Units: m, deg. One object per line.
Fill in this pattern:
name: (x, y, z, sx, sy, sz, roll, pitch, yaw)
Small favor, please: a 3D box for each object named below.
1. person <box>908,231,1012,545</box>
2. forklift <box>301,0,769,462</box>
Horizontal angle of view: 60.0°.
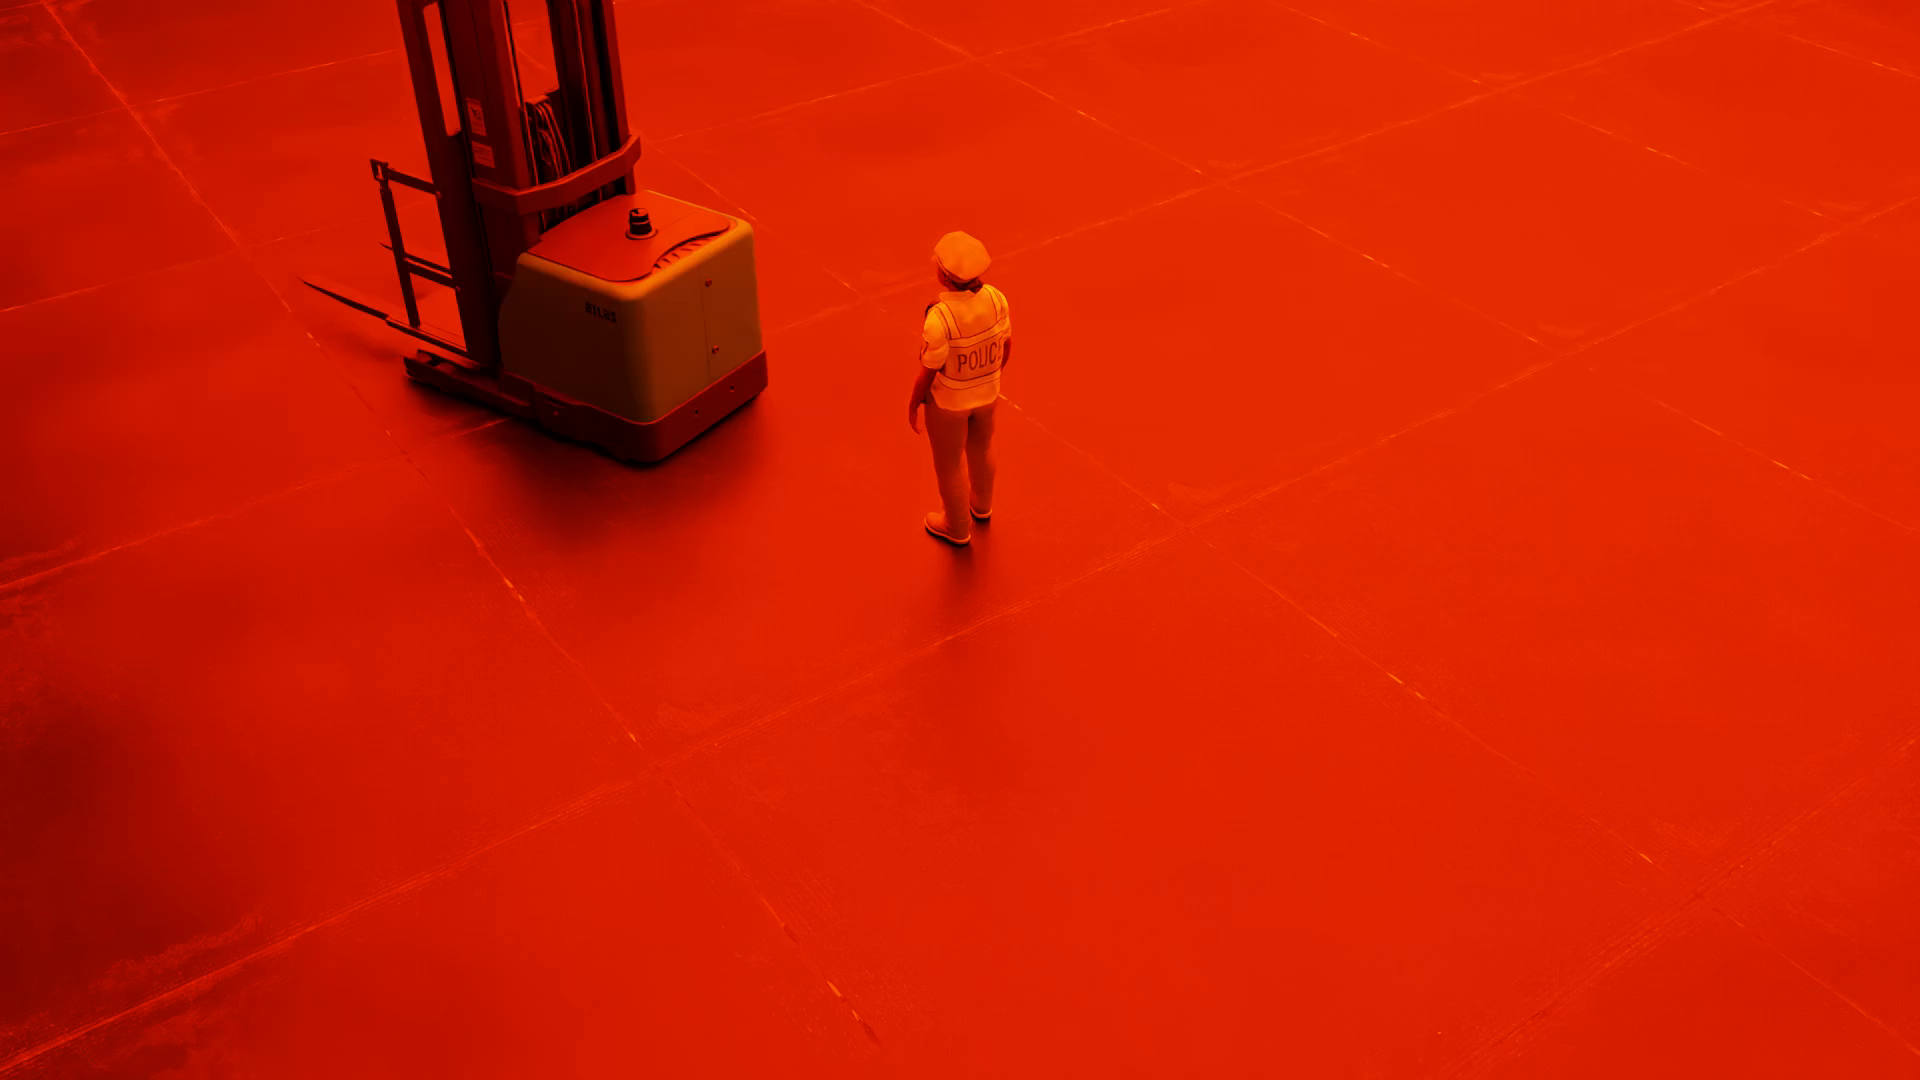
person: (-0.027, -0.730, 7.960, 0.570, 1.695, 0.530, -23, 42, -28)
forklift: (-2.602, -2.268, 9.012, 3.031, 2.935, 1.130, 22, 42, 27)
